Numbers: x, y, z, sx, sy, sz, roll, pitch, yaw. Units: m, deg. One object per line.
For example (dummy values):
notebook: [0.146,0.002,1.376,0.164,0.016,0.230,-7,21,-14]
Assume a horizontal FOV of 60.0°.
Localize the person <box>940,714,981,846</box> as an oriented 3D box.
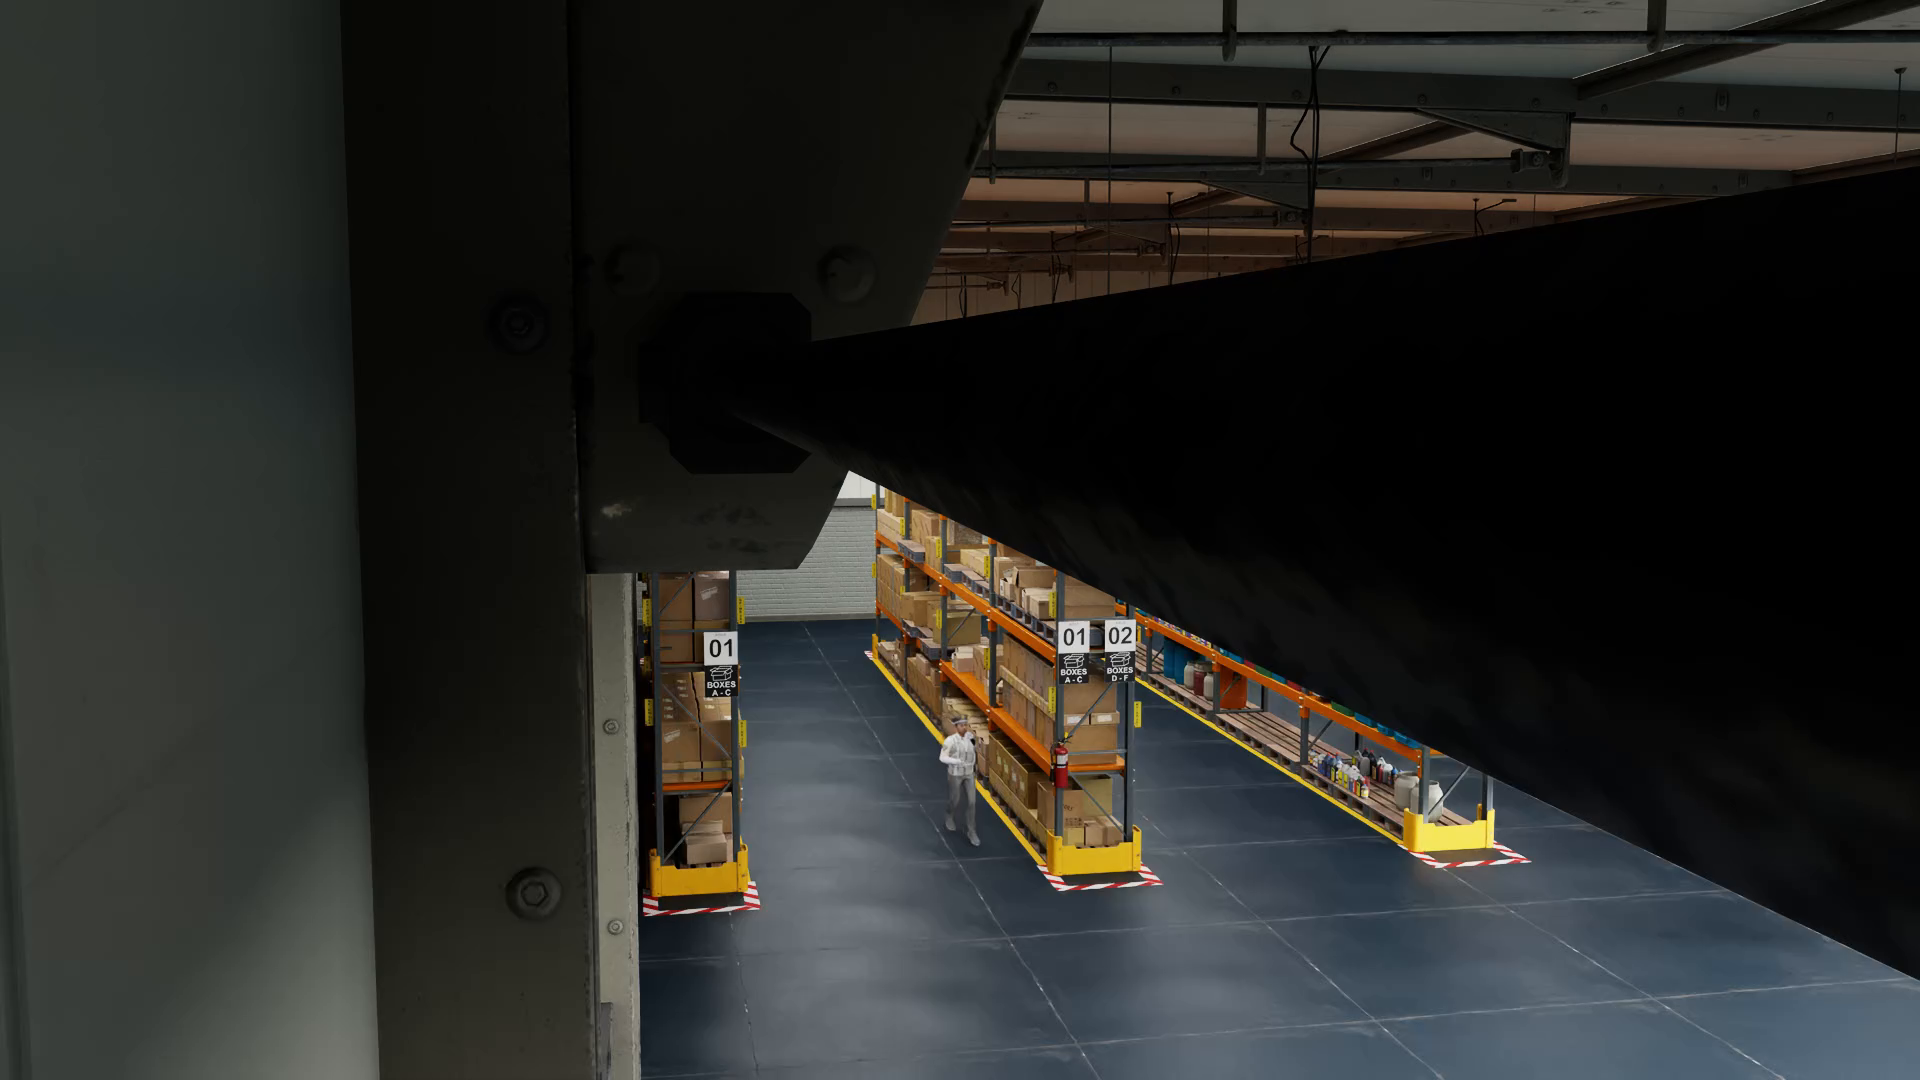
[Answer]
person: [0.004,3.175,22.391,0.613,1.713,0.903,-2,6,-20]
